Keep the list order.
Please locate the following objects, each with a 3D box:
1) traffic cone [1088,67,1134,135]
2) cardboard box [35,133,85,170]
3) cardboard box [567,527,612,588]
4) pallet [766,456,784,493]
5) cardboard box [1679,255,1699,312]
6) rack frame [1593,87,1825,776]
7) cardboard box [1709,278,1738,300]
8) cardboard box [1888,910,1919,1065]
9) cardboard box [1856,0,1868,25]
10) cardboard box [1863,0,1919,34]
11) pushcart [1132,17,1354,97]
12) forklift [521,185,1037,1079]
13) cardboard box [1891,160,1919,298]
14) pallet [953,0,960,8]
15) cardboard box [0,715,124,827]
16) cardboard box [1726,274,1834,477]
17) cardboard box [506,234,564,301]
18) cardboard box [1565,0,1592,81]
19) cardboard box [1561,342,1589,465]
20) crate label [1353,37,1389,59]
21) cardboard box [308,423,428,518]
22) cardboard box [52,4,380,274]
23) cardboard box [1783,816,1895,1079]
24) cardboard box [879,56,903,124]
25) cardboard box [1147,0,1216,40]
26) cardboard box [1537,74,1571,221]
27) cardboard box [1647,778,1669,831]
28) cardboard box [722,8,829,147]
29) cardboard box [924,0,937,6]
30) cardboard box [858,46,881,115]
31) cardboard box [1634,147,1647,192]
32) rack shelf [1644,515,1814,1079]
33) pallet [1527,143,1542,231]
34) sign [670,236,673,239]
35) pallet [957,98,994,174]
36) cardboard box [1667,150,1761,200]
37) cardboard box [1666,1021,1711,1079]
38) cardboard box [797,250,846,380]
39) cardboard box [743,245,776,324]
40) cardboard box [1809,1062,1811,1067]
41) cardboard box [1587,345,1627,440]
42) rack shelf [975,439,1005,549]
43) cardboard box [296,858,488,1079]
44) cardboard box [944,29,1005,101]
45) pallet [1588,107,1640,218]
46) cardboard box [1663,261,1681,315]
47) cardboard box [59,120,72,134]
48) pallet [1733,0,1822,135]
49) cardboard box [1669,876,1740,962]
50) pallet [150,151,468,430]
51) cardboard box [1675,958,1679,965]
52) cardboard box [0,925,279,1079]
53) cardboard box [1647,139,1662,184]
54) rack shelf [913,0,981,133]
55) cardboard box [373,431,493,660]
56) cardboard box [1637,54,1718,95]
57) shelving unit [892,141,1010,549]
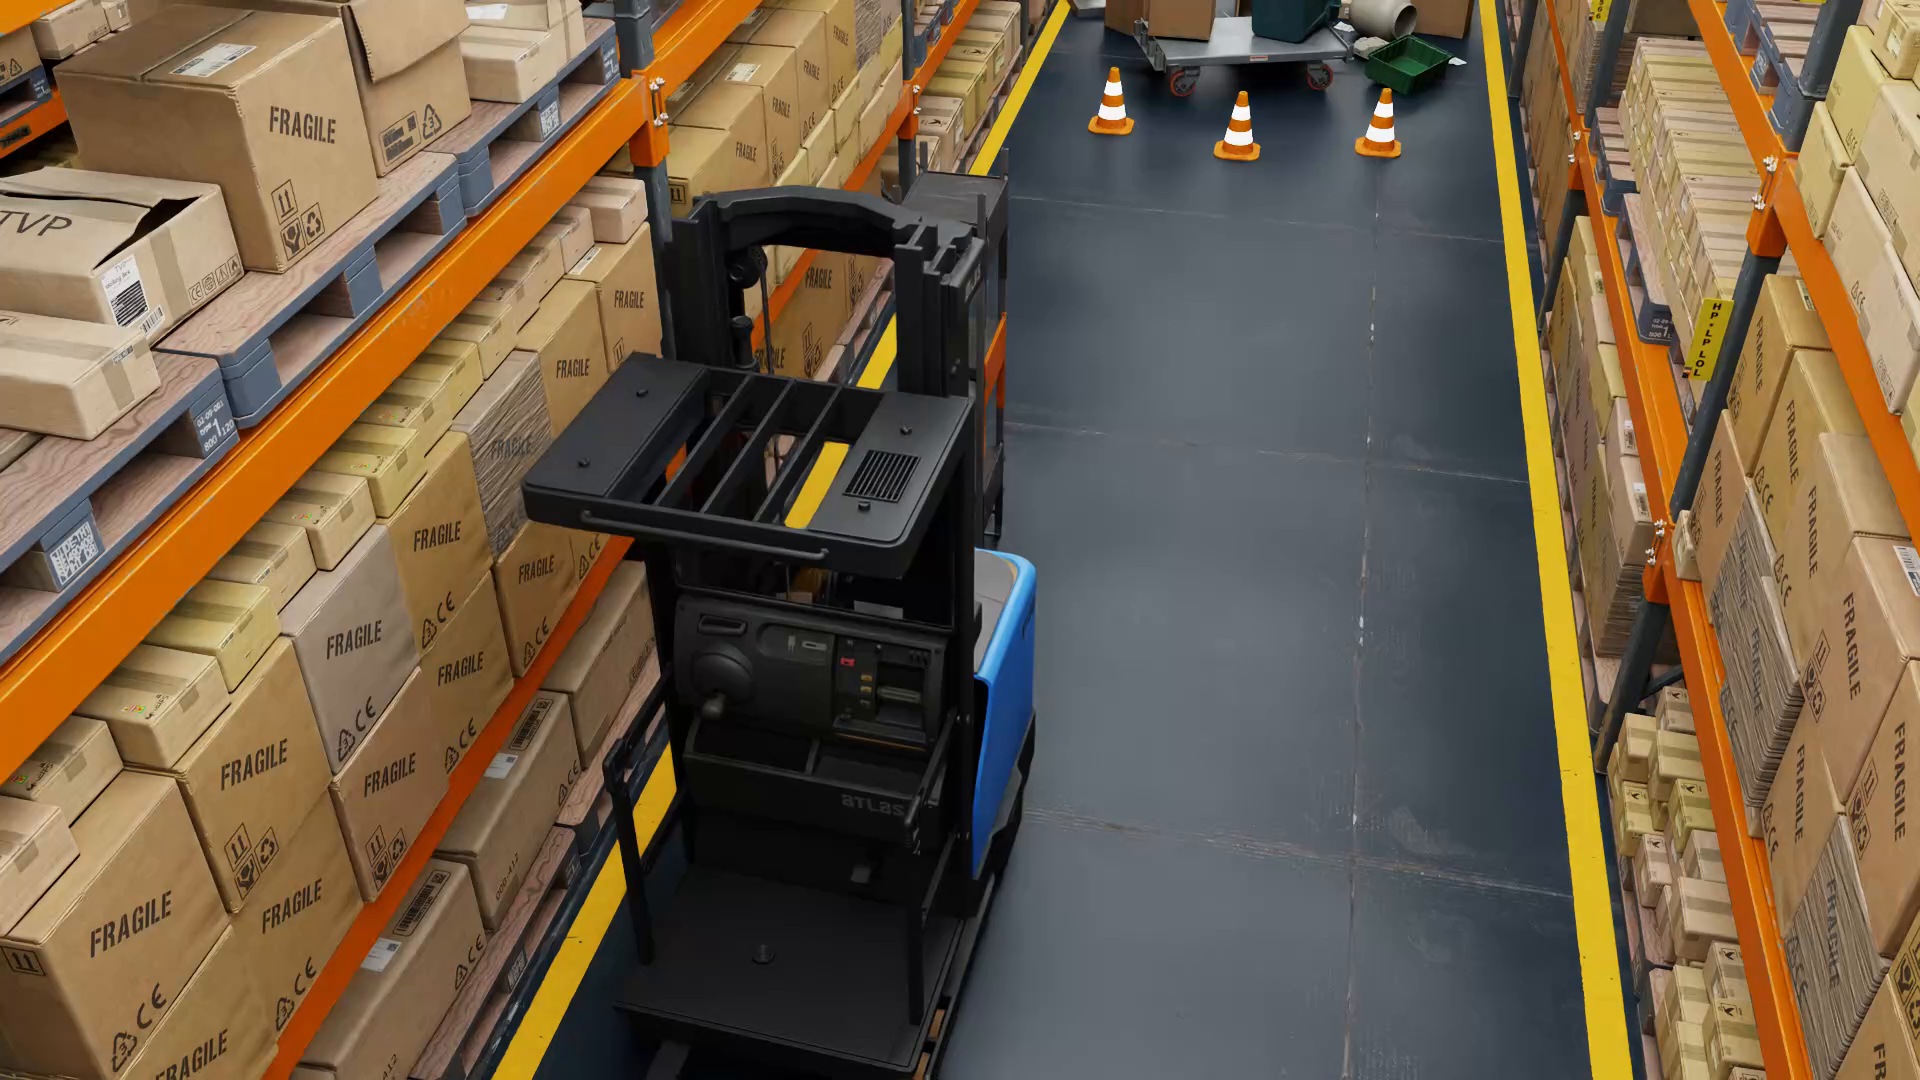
[{"bbox_3d":[1.179,-3.416,12.839,0.336,0.463,0.334,7,37,10],"label":"traffic cone"},{"bbox_3d":[-5.613,-2.457,10.573,0.380,0.149,0.250,6,36,8],"label":"cardboard box"},{"bbox_3d":[-1.586,-0.190,6.142,0.500,0.500,0.500,6,36,9],"label":"cardboard box"},{"bbox_3d":[-1.541,-0.066,8.432,1.003,0.211,1.213,7,37,10],"label":"pallet"},{"bbox_3d":[3.282,-1.073,7.047,0.380,0.149,0.250,6,36,8],"label":"cardboard box"},{"bbox_3d":[3.225,-0.181,6.214,1.000,3.000,0.127,7,37,10],"label":"rack frame"},{"bbox_3d":[3.177,-0.899,6.554,0.380,0.149,0.250,6,36,9],"label":"cardboard box"},{"bbox_3d":[2.334,0.962,3.445,0.500,0.500,0.500,6,36,8],"label":"cardboard box"},{"bbox_3d":[3.413,-1.809,5.462,0.700,0.500,0.500,7,37,10],"label":"cardboard box"},{"bbox_3d":[2.926,-1.562,4.925,0.380,0.149,0.250,7,36,9],"label":"cardboard box"},{"bbox_3d":[2.314,-4.011,13.733,1.648,0.377,0.936,-5,36,-6],"label":"pushcart"},{"bbox_3d":[-0.557,0.510,5.320,1.130,2.935,3.031,9,37,12],"label":"forklift"},{"bbox_3d":[2.656,-0.720,4.103,0.500,0.250,0.500,8,37,11],"label":"cardboard box"},{"bbox_3d":[-0.395,-4.099,11.783,1.003,0.211,1.213,7,37,10],"label":"pallet"},{"bbox_3d":[-2.154,0.514,3.765,0.380,0.149,0.250,8,37,11],"label":"cardboard box"},{"bbox_3d":[2.891,-0.519,5.489,0.500,0.500,0.500,8,37,11],"label":"cardboard box"},{"bbox_3d":[-1.612,-0.956,5.793,0.380,0.149,0.250,7,37,10],"label":"cardboard box"},{"bbox_3d":[4.021,-3.092,10.145,0.500,0.500,0.500,7,37,10],"label":"cardboard box"},{"bbox_3d":[3.470,-0.675,8.668,0.500,0.500,0.500,6,36,9],"label":"cardboard box"},{"bbox_3d":[3.511,-4.192,14.188,0.298,0.136,0.250,-17,39,-22],"label":"crate label"},{"bbox_3d":[-1.768,-0.211,4.765,0.380,0.149,0.250,6,36,9],"label":"cardboard box"},{"bbox_3d":[-1.910,-1.053,4.332,0.500,0.500,0.500,8,37,11],"label":"cardboard box"},{"bbox_3d":[2.429,1.075,4.142,0.500,0.500,0.500,7,37,10],"label":"cardboard box"},{"bbox_3d":[-0.632,-2.653,9.753,0.500,0.250,0.500,6,36,8],"label":"cardboard box"},{"bbox_3d":[1.822,-4.418,13.545,0.500,0.500,0.500,7,37,10],"label":"cardboard box"},{"bbox_3d":[4.481,-2.573,11.073,1.050,0.750,0.750,8,37,11],"label":"cardboard box"},{"bbox_3d":[2.869,1.007,6.393,0.380,0.149,0.250,8,37,10],"label":"cardboard box"},{"bbox_3d":[-0.962,-2.285,8.179,0.500,0.500,0.500,7,36,9],"label":"cardboard box"},{"bbox_3d":[-0.330,-3.577,10.756,0.380,0.149,0.250,5,36,7],"label":"cardboard box"},{"bbox_3d":[-0.739,-2.574,9.218,0.500,0.250,0.500,6,36,9],"label":"cardboard box"},{"bbox_3d":[3.616,-1.848,8.370,0.380,0.149,0.250,9,37,12],"label":"cardboard box"},{"bbox_3d":[2.798,1.257,4.843,1.077,0.370,4.000,7,37,10],"label":"rack shelf"},{"bbox_3d":[4.584,-2.485,11.769,1.003,0.211,1.213,7,37,10],"label":"pallet"},{"bbox_3d":[-1.090,-1.057,6.618,0.100,0.325,0.005,7,37,10],"label":"sign"},{"bbox_3d":[-0.347,-3.053,12.552,1.003,0.211,1.213,7,37,10],"label":"pallet"},{"bbox_3d":[3.455,-1.646,7.585,0.380,0.149,0.250,7,36,9],"label":"cardboard box"},{"bbox_3d":[2.516,1.735,5.388,0.380,0.149,0.250,8,37,10],"label":"cardboard box"},{"bbox_3d":[-1.201,-1.450,9.417,0.875,0.875,0.875,8,37,11],"label":"cardboard box"},{"bbox_3d":[-1.171,-1.199,7.746,0.500,0.250,0.500,6,36,9],"label":"cardboard box"},{"bbox_3d":[2.410,1.412,4.231,0.380,0.149,0.250,6,36,8],"label":"cardboard box"},{"bbox_3d":[3.359,-0.699,8.062,0.500,0.250,0.500,6,36,8],"label":"cardboard box"},{"bbox_3d":[-0.035,-0.177,8.192,0.431,0.518,0.480,7,37,10],"label":"rack shelf"},{"bbox_3d":[-2.256,1.501,5.719,0.875,0.438,0.875,8,37,11],"label":"cardboard box"},{"bbox_3d":[-0.183,-3.722,12.981,0.950,0.372,0.625,10,37,13],"label":"cardboard box"},{"bbox_3d":[4.031,-1.975,8.852,1.213,0.211,1.003,7,37,10],"label":"pallet"},{"bbox_3d":[3.334,-1.097,7.334,0.380,0.149,0.250,6,36,8],"label":"cardboard box"},{"bbox_3d":[-6.044,-2.817,11.071,0.380,0.149,0.250,9,37,12],"label":"cardboard box"},{"bbox_3d":[3.461,-1.660,5.858,1.213,0.211,1.003,7,37,10],"label":"pallet"},{"bbox_3d":[2.659,1.324,5.702,0.380,0.149,0.250,8,37,11],"label":"cardboard box"},{"bbox_3d":[-2.080,-0.757,4.528,1.003,0.211,1.213,7,37,10],"label":"pallet"},{"bbox_3d":[2.746,1.584,5.850,0.380,0.149,0.250,6,36,8],"label":"cardboard box"},{"bbox_3d":[-2.104,1.270,4.127,0.500,0.500,0.500,7,37,10],"label":"cardboard box"},{"bbox_3d":[3.563,-1.814,8.070,0.380,0.149,0.250,7,37,10],"label":"cardboard box"},{"bbox_3d":[-0.351,-3.892,11.947,1.077,0.370,4.000,7,37,10],"label":"rack shelf"},{"bbox_3d":[-1.794,-0.014,5.047,0.500,0.500,0.500,7,37,10],"label":"cardboard box"},{"bbox_3d":[3.737,-2.388,8.609,0.380,0.149,0.250,6,36,9],"label":"cardboard box"},{"bbox_3d":[-0.035,-0.755,7.773,0.431,2.100,0.503,7,37,10],"label":"shelving unit"}]
